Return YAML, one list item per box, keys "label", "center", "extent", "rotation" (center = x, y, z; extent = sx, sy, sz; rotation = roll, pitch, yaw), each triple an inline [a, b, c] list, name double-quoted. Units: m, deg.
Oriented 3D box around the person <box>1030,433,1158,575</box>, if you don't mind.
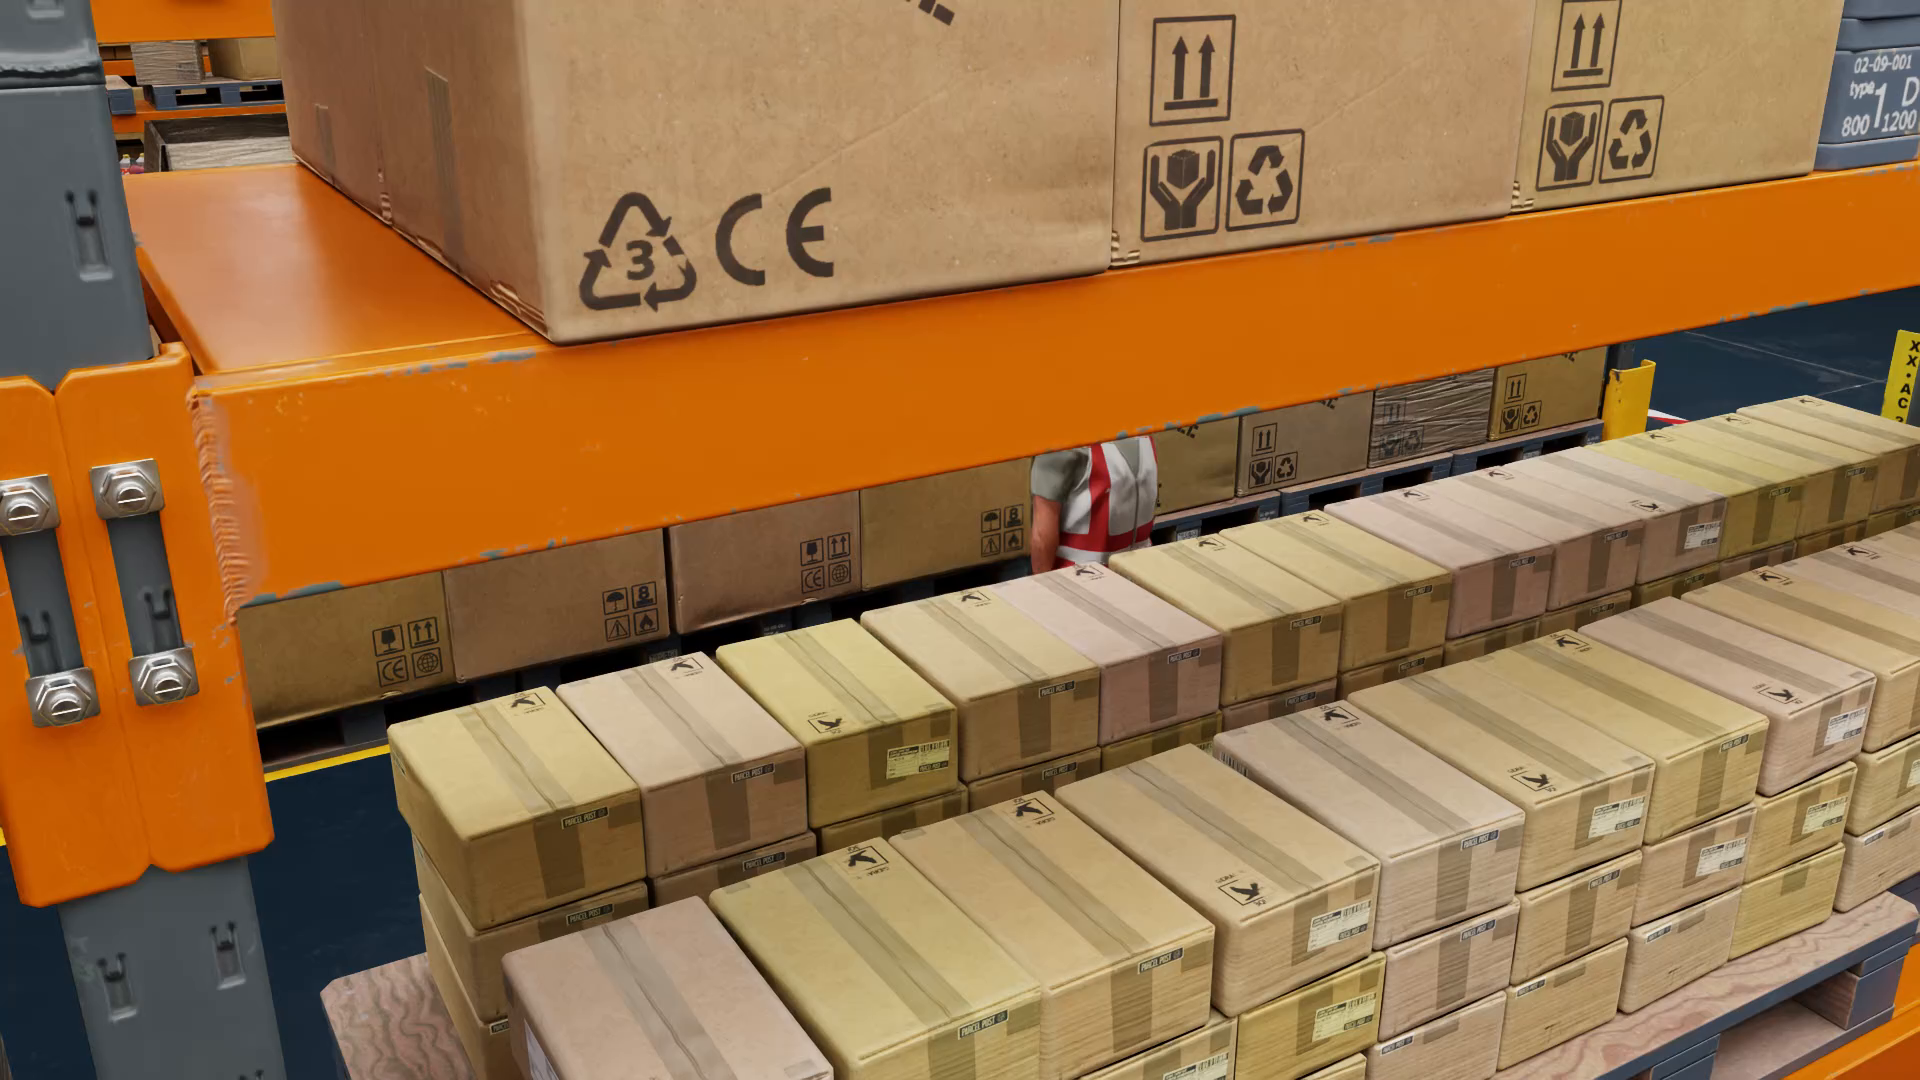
- label: "person"
  center: [0.437, 0.124, 5.666]
  extent: [0.562, 1.780, 0.591]
  rotation: [18, 28, 38]
